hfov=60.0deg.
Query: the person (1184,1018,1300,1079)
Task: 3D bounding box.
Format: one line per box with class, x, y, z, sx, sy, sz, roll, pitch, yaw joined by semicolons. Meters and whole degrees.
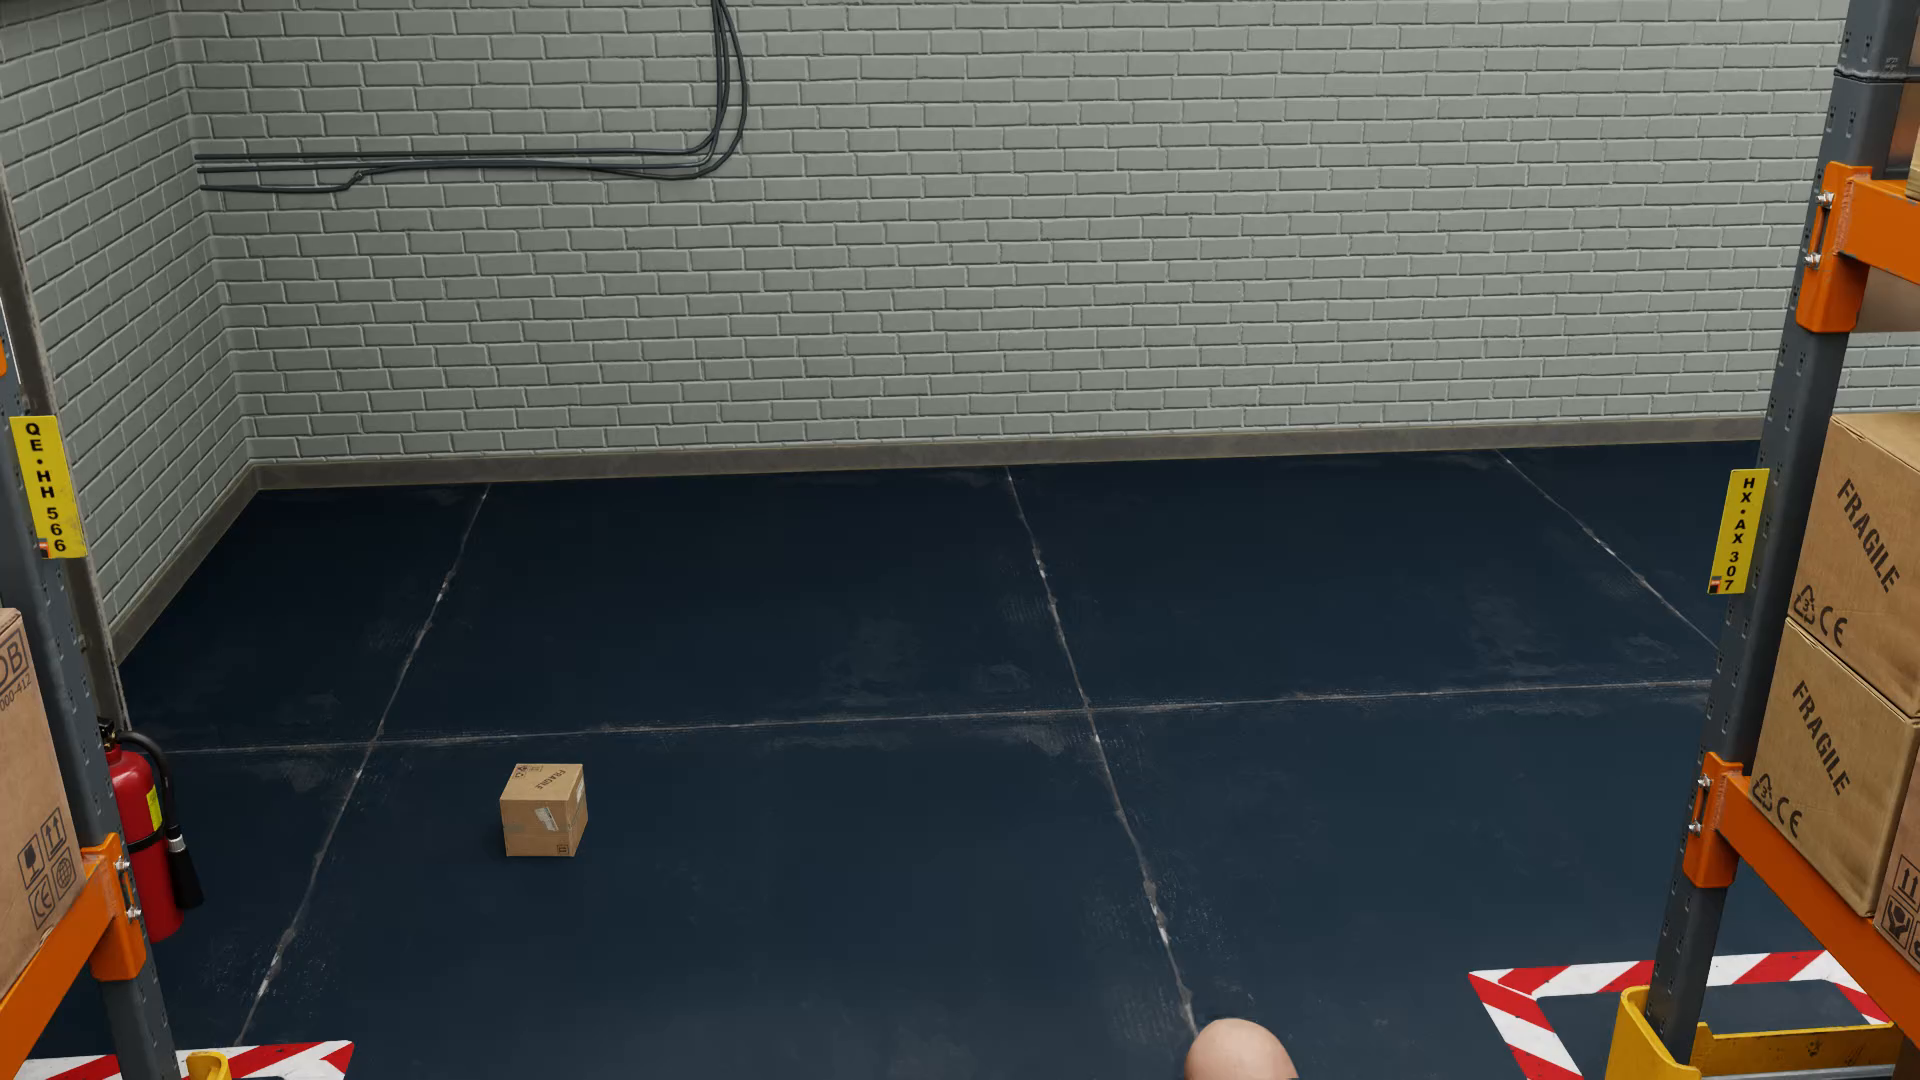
person;0.453;1.595;2.926;0.575;1.740;1.046;-10;25;-22
